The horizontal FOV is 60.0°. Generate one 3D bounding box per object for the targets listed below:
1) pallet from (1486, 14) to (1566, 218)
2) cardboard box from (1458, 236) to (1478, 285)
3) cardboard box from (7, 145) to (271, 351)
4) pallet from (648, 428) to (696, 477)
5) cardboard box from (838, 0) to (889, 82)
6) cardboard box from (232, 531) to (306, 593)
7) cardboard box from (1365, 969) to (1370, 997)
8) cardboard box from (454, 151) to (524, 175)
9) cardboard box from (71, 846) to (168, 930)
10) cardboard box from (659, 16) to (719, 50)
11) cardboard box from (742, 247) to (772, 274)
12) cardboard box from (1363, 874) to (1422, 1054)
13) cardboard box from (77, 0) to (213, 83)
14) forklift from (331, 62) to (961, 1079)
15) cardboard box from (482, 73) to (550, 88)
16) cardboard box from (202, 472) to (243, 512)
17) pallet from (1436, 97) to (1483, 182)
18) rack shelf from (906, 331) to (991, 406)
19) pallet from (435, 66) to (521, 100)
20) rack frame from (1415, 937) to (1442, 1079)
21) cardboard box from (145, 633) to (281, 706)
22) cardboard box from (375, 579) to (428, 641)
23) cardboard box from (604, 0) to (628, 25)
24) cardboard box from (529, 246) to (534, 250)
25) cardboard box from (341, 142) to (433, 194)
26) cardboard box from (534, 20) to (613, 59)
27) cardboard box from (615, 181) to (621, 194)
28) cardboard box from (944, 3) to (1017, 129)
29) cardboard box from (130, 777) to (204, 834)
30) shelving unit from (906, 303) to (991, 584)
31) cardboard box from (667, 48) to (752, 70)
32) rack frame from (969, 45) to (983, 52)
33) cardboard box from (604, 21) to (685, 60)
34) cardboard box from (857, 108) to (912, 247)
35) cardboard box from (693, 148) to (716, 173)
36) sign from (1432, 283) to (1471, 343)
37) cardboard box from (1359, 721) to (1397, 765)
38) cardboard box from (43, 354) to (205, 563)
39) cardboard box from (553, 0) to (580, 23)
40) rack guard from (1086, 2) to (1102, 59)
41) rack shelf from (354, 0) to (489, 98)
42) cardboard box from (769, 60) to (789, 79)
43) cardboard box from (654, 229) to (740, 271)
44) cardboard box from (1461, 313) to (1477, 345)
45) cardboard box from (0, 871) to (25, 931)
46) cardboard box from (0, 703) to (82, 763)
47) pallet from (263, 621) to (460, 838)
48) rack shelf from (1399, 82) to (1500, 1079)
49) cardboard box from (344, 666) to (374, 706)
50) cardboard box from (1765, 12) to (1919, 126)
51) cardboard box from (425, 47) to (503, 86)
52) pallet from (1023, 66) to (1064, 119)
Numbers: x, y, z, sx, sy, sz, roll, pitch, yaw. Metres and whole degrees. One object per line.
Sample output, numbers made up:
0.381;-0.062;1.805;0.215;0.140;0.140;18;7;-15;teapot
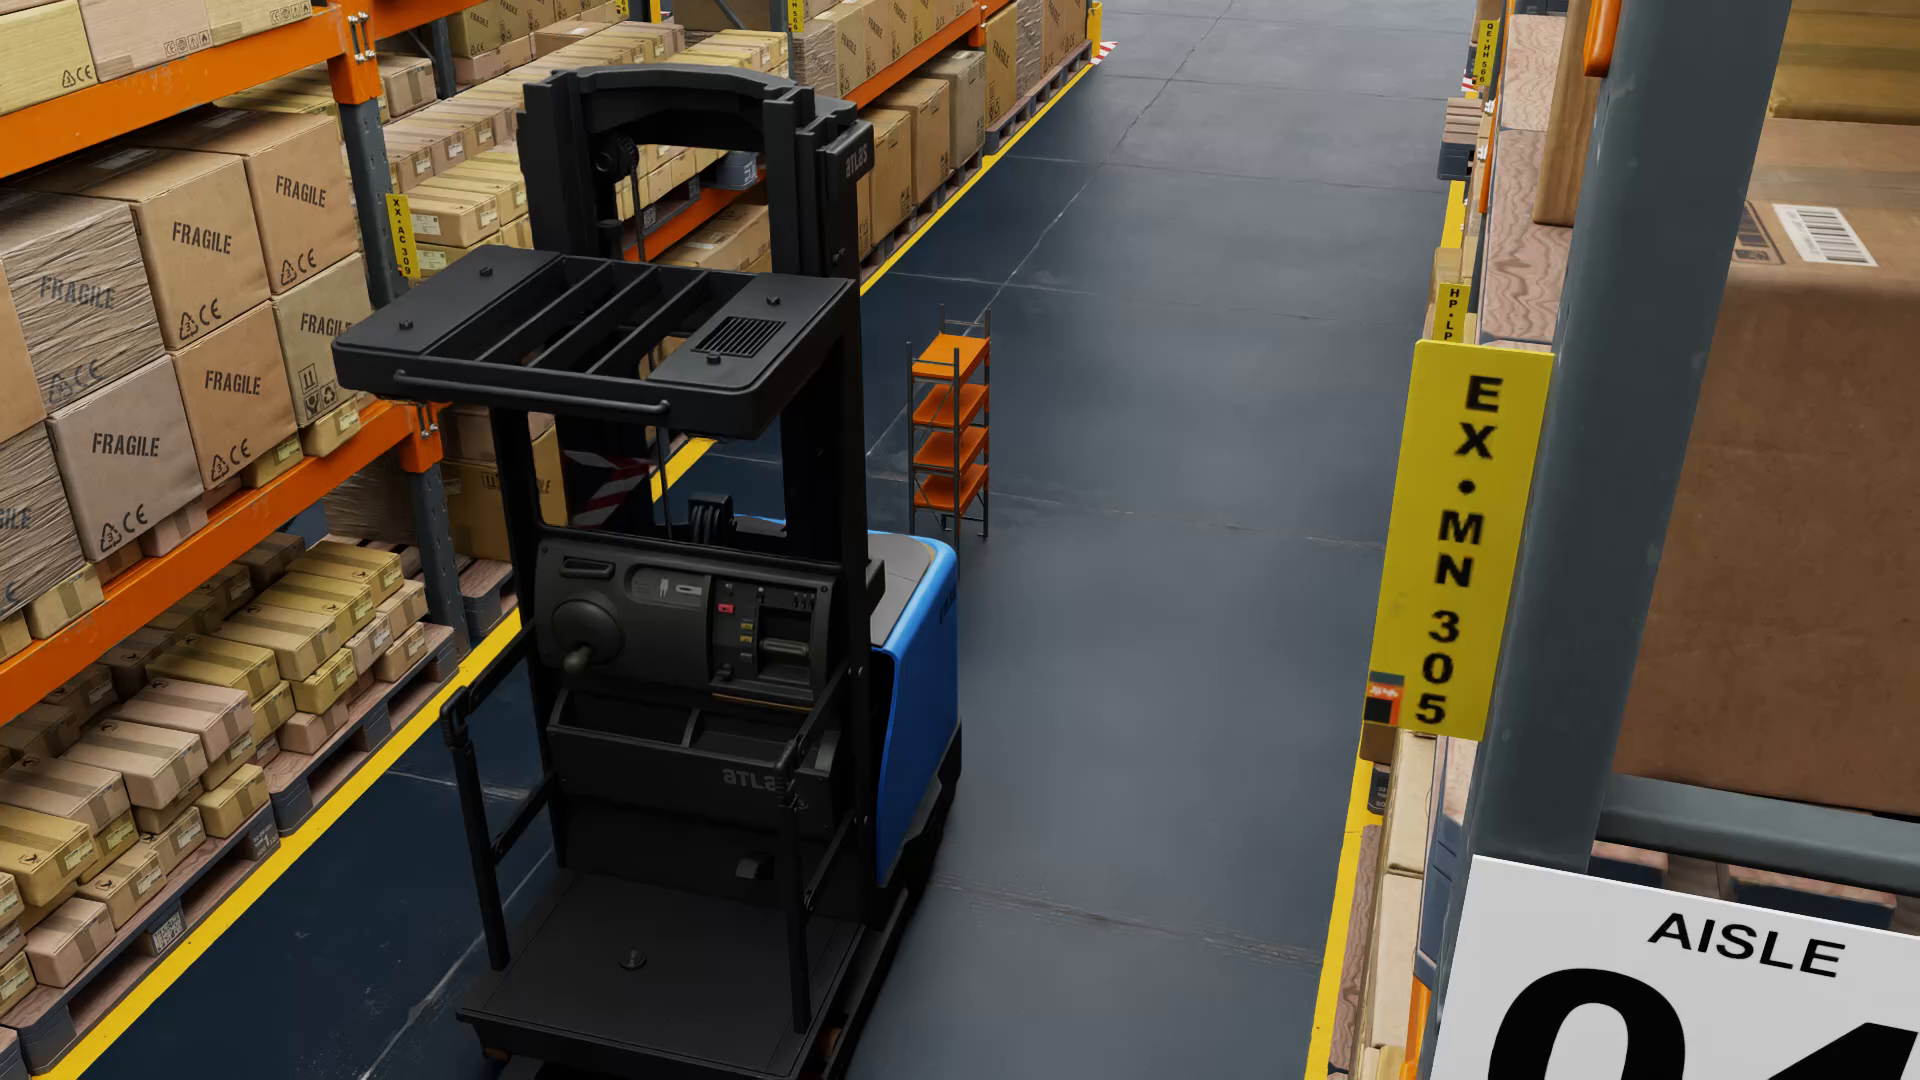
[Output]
1.807;-0.997;3.962;1.003;0.211;1.213;8;30;15;pallet
2.232;-0.876;6.636;0.500;0.500;0.500;8;30;14;cardboard box
-2.681;-0.971;5.472;0.500;0.500;0.500;8;30;13;cardboard box
-2.072;-0.570;9.058;1.003;0.211;1.213;8;30;15;pallet
-0.796;-3.402;11.176;0.500;0.500;0.500;8;30;15;cardboard box
-2.954;0.075;6.918;0.380;0.149;0.250;10;31;17;cardboard box
1.121;0.943;3.728;0.380;0.149;0.250;9;30;16;cardboard box
-1.946;-1.558;7.180;0.380;0.149;0.250;9;30;15;cardboard box
-2.928;1.145;5.607;0.380;0.149;0.250;9;30;15;cardboard box
-1.605;-3.008;10.469;0.500;0.500;0.500;8;30;15;cardboard box
-1.424;-1.465;9.937;0.500;0.500;0.500;8;30;15;cardboard box
1.070;0.956;3.294;0.500;0.250;0.500;7;30;13;cardboard box
-2.699;-1.606;5.121;0.500;0.250;0.500;8;30;15;cardboard box
-0.874;0.288;4.718;1.130;2.935;3.031;7;30;13;forklift
-2.186;-2.252;8.428;0.380;0.149;0.250;9;30;16;cardboard box
-2.763;-0.221;5.820;0.380;0.149;0.250;8;30;13;cardboard box
3.338;-2.225;9.361;1.213;0.211;1.003;8;30;15;pallet
-0.049;-0.791;7.629;0.258;0.148;0.480;8;30;15;rack shelf
-4.905;-4.334;15.823;1.003;0.211;1.213;8;30;15;pallet
0.883;1.756;2.009;1.000;3.000;0.127;8;30;15;rack frame
-2.765;0.497;6.159;0.380;0.149;0.250;9;30;17;cardboard box
-2.444;0.266;6.881;0.380;0.149;0.250;9;30;16;cardboard box
-3.881;-5.651;17.719;0.500;0.250;0.500;8;30;15;cardboard box
-2.024;-1.179;7.110;0.380;0.149;0.250;9;30;16;cardboard box
-2.568;-1.651;7.347;0.380;0.149;0.250;8;30;13;cardboard box
-3.358;-4.234;14.567;0.500;0.500;0.500;8;30;15;cardboard box
-1.797;-1.666;7.681;0.380;0.149;0.250;10;31;17;cardboard box
-0.055;-4.113;14.312;0.875;0.875;0.875;9;30;16;cardboard box
-2.894;0.866;5.802;0.380;0.149;0.250;7;30;12;cardboard box
-0.049;-0.447;7.820;0.258;1.200;0.503;8;30;15;shelving unit
-1.339;-2.519;8.908;0.380;0.149;0.250;9;30;16;cardboard box
-0.307;-4.576;13.390;1.000;3.000;0.127;8;30;15;rack frame
-1.803;-2.861;9.523;0.380;0.149;0.250;9;30;15;cardboard box
-0.963;-2.594;11.710;1.050;0.750;0.750;9;30;16;cardboard box
-1.490;-2.020;8.623;0.380;0.149;0.250;7;30;13;cardboard box
1.535;-0.648;5.219;0.100;0.325;0.005;8;30;15;sign
2.226;0.341;6.304;1.225;0.875;0.875;9;30;15;cardboard box
-2.828;-0.294;5.285;0.500;0.500;0.500;8;30;15;cardboard box
-4.185;-5.518;16.708;0.500;0.500;0.500;8;30;14;cardboard box
0.874;-5.353;17.359;1.175;0.500;0.348;8;30;15;rack guard
-2.068;-2.784;7.823;1.077;0.370;4.000;8;30;15;rack shelf
-1.191;-2.626;9.405;0.380;0.149;0.250;9;30;16;cardboard box
-1.569;-1.544;9.308;0.500;0.250;0.500;9;30;16;cardboard box
1.672;-0.309;4.797;0.500;0.500;0.500;8;30;15;cardboard box
-3.104;1.110;5.059;0.380;0.149;0.250;10;31;17;cardboard box
-3.327;0.688;5.815;0.380;0.149;0.250;7;30;13;cardboard box
-2.818;0.678;6.815;1.003;0.211;1.213;8;30;15;pallet
1.470;-0.170;3.125;1.077;0.370;4.000;8;30;15;rack shelf
-2.601;0.544;6.687;0.380;0.149;0.250;9;30;16;cardboard box
1.265;-0.320;2.016;0.700;0.500;0.500;7;30;13;cardboard box
-4.637;-4.453;15.565;0.500;0.250;0.500;7;30;13;cardboard box
0.347;-4.268;15.705;1.003;0.211;1.213;8;30;15;pallet
